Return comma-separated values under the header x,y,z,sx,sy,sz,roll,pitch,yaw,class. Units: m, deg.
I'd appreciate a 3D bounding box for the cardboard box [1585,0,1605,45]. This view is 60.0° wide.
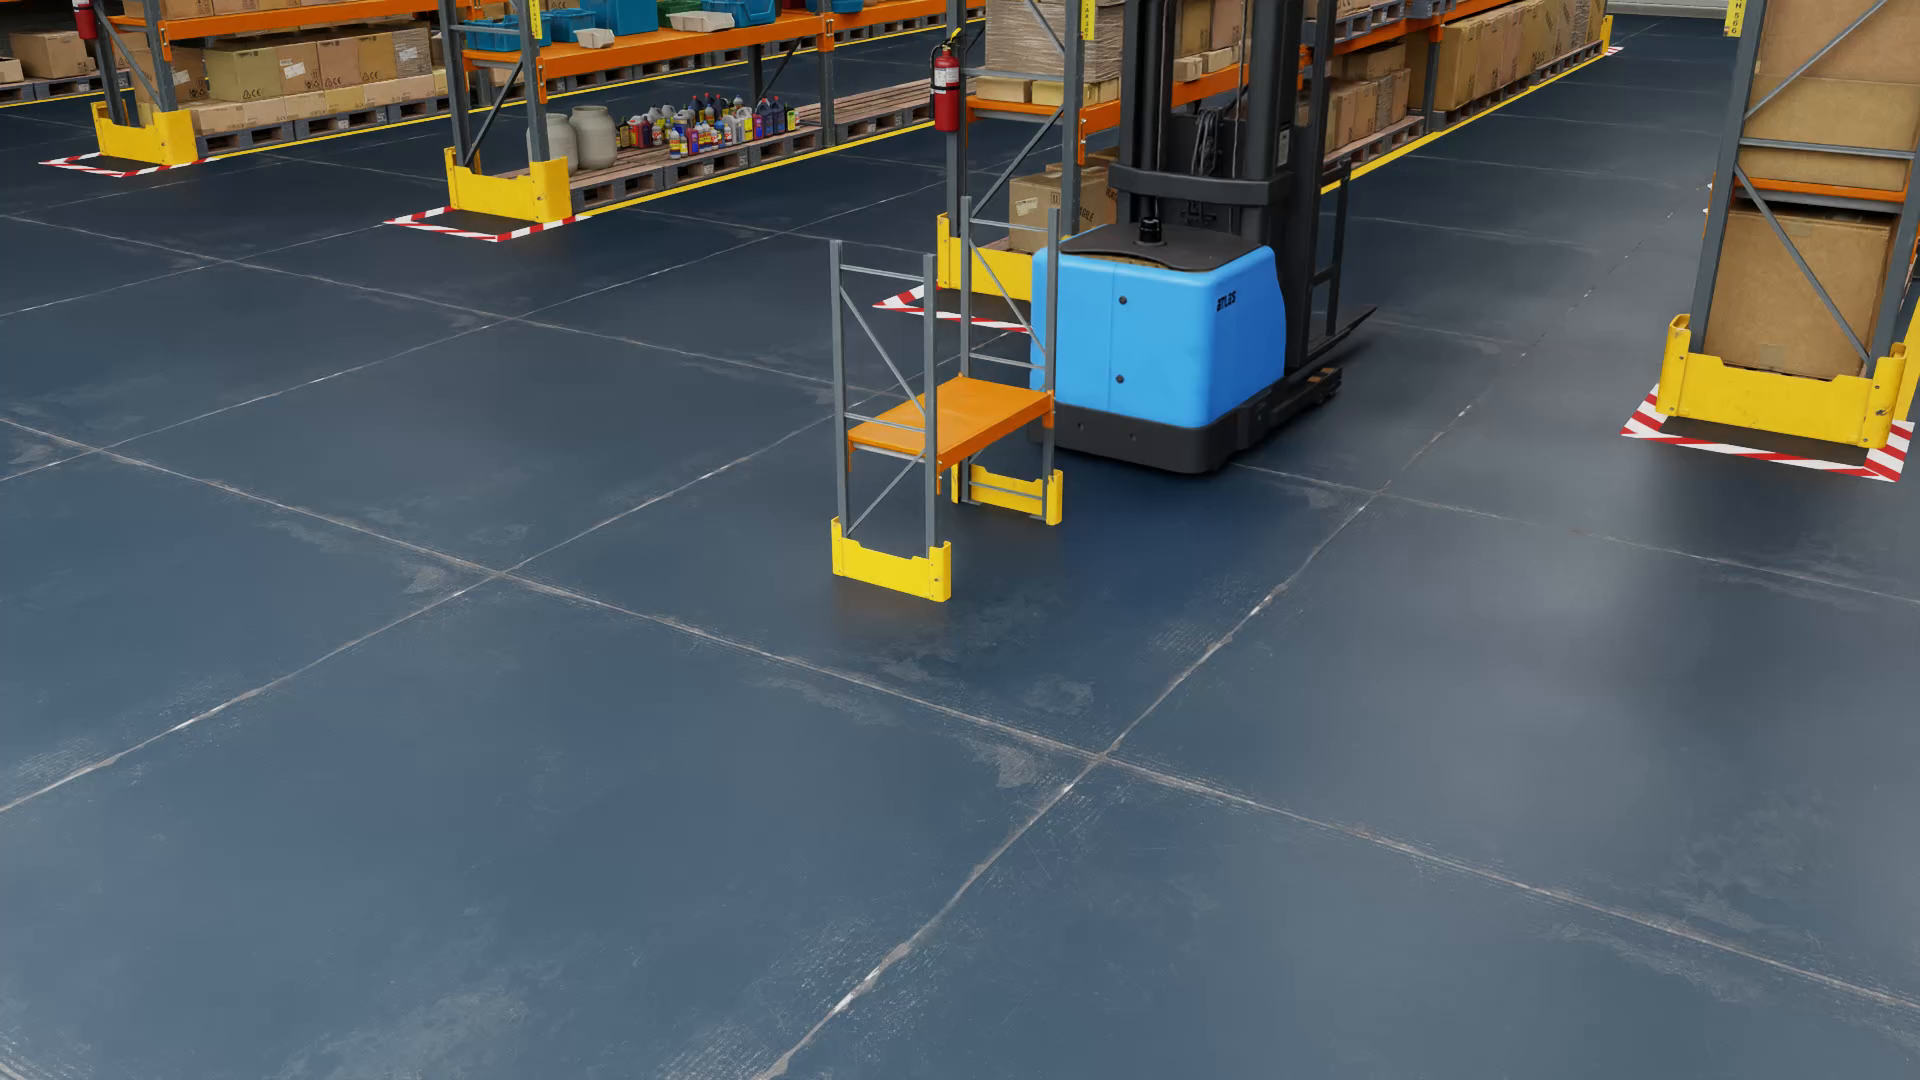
x,y,z,sx,sy,sz,roll,pitch,yaw,class
8.532,-7.500,23.444,0.875,0.875,0.875,14,27,29,cardboard box

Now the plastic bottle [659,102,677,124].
x,y,z,sx,sy,sz,roll,pitch,yaw,class
-2.838,-4.096,16.217,0.144,0.351,0.185,14,27,29,plastic bottle

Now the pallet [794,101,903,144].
x,y,z,sx,sy,sz,roll,pitch,yaw,class
-1.354,-4.496,17.870,1.003,0.211,1.213,14,27,29,pallet

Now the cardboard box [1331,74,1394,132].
x,y,z,sx,sy,sz,roll,pitch,yaw,class
3.964,-4.449,16.844,0.700,0.500,0.500,11,26,25,cardboard box

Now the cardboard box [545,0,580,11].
x,y,z,sx,sy,sz,roll,pitch,yaw,class
-6.631,-8.938,26.797,0.750,0.750,0.750,15,27,31,cardboard box

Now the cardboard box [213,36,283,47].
x,y,z,sx,sy,sz,roll,pitch,yaw,class
-7.507,-5.051,17.630,0.500,0.500,0.500,14,27,29,cardboard box

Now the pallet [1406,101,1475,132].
x,y,z,sx,sy,sz,roll,pitch,yaw,class
5.062,-4.785,18.538,1.003,0.211,1.213,14,27,29,pallet

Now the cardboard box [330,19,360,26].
x,y,z,sx,sy,sz,roll,pitch,yaw,class
-8.986,-7.406,23.676,0.700,0.500,0.500,14,27,29,cardboard box

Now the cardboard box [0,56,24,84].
x,y,z,sx,sy,sz,roll,pitch,yaw,class
-11.520,-5.604,19.749,0.500,0.311,0.500,16,28,33,cardboard box

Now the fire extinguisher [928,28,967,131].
x,y,z,sx,sy,sz,roll,pitch,yaw,class
-0.090,-3.137,11.318,0.296,0.674,0.183,14,27,29,fire extinguisher

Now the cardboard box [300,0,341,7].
x,y,z,sx,sy,sz,roll,pitch,yaw,class
-6.980,-5.916,17.513,0.700,0.500,0.500,15,27,31,cardboard box

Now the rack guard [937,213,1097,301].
x,y,z,sx,sy,sz,roll,pitch,yaw,class
0.402,-1.993,11.725,1.175,0.500,0.348,14,27,29,rack guard

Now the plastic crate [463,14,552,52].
x,y,z,sx,sy,sz,roll,pitch,yaw,class
-3.836,-4.316,14.131,0.499,0.251,0.616,14,27,29,plastic crate

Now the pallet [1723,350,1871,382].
x,y,z,sx,sy,sz,roll,pitch,yaw,class
4.878,-1.048,9.904,1.003,0.211,1.213,14,27,29,pallet

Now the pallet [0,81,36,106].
x,y,z,sx,sy,sz,roll,pitch,yaw,class
-11.764,-5.241,19.592,1.003,0.211,1.213,14,27,29,pallet

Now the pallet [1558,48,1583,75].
x,y,z,sx,sy,sz,roll,pitch,yaw,class
7.802,-6.539,22.588,1.003,0.211,1.213,14,27,29,pallet

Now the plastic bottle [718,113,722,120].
x,y,z,sx,sy,sz,roll,pitch,yaw,class
-2.282,-3.974,16.021,0.061,0.283,0.133,14,27,29,plastic bottle

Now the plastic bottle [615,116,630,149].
x,y,z,sx,sy,sz,roll,pitch,yaw,class
-3.203,-3.863,15.763,0.061,0.283,0.133,15,27,30,plastic bottle

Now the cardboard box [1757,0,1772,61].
x,y,z,sx,sy,sz,roll,pitch,yaw,class
4.963,-2.928,9.189,0.875,0.550,0.550,14,27,29,cardboard box

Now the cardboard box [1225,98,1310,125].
x,y,z,sx,sy,sz,roll,pitch,yaw,class
2.814,-3.722,15.165,0.700,0.500,0.500,12,26,25,cardboard box

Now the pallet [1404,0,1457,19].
x,y,z,sx,sy,sz,roll,pitch,yaw,class
4.297,-5.464,16.837,1.213,0.211,1.003,14,27,29,pallet

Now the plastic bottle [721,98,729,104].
x,y,z,sx,sy,sz,roll,pitch,yaw,class
-2.423,-4.324,16.837,0.152,0.276,0.135,15,28,31,plastic bottle

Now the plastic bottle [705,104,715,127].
x,y,z,sx,sy,sz,roll,pitch,yaw,class
-2.488,-4.193,16.540,0.097,0.271,0.097,0,23,0,plastic bottle

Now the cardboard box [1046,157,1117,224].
x,y,z,sx,sy,sz,roll,pitch,yaw,class
0.992,-2.576,12.543,0.500,0.500,0.500,-20,31,-39,cardboard box

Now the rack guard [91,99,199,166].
x,y,z,sx,sy,sz,roll,pitch,yaw,class
-8.064,-4.037,16.445,1.175,0.500,0.348,14,27,29,rack guard

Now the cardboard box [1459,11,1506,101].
x,y,z,sx,sy,sz,roll,pitch,yaw,class
5.441,-5.560,18.964,1.225,0.875,0.875,14,27,29,cardboard box

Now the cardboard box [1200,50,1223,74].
x,y,z,sx,sy,sz,roll,pitch,yaw,class
1.805,-3.712,12.865,0.380,0.149,0.250,14,27,29,cardboard box

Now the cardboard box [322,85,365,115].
x,y,z,sx,sy,sz,roll,pitch,yaw,class
-6.787,-4.763,17.909,0.500,0.250,0.500,14,27,29,cardboard box

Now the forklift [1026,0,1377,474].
x,y,z,sx,sy,sz,roll,pitch,yaw,class
1.572,-2.212,9.170,1.130,2.935,3.031,14,27,30,forklift

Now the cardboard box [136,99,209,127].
x,y,z,sx,sy,sz,roll,pitch,yaw,class
-8.020,-4.366,16.991,0.500,0.250,0.500,14,27,29,cardboard box

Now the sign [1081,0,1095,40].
x,y,z,sx,sy,sz,roll,pitch,yaw,class
0.823,-3.398,10.734,0.100,0.325,0.005,14,27,29,sign

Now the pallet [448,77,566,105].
x,y,z,sx,sy,sz,roll,pitch,yaw,class
-5.586,-5.519,20.233,1.003,0.211,1.213,14,27,29,pallet

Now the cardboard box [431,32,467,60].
x,y,z,sx,sy,sz,roll,pitch,yaw,class
-5.972,-5.927,19.892,0.500,0.311,0.500,14,27,29,cardboard box

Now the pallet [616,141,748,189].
x,y,z,sx,sy,sz,roll,pitch,yaw,class
-2.768,-3.592,15.781,1.003,0.211,1.213,14,27,29,pallet

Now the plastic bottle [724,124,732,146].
x,y,z,sx,sy,sz,roll,pitch,yaw,class
-2.230,-3.869,15.880,0.097,0.201,0.097,0,23,0,plastic bottle

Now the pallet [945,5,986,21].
x,y,z,sx,sy,sz,roll,pitch,yaw,class
-0.072,-9.017,28.314,1.003,0.211,1.213,14,27,29,pallet

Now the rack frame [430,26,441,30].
x,y,z,sx,sy,sz,roll,pitch,yaw,class
-8.042,-8.929,24.599,1.000,3.000,0.127,14,27,29,rack frame

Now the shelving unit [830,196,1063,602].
x,y,z,sx,sy,sz,roll,pitch,yaw,class
-0.040,-0.663,7.393,0.587,1.500,1.083,14,27,29,shelving unit

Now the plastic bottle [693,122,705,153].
x,y,z,sx,sy,sz,roll,pitch,yaw,class
-2.444,-3.765,15.551,0.097,0.271,0.097,0,23,0,plastic bottle

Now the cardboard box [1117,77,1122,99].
x,y,z,sx,sy,sz,roll,pitch,yaw,class
1.008,-3.207,11.699,0.380,0.149,0.250,14,27,29,cardboard box

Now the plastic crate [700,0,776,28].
x,y,z,sx,sy,sz,roll,pitch,yaw,class
-2.089,-5.004,15.720,0.499,0.251,0.616,14,27,29,plastic crate

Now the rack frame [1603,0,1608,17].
x,y,z,sx,sy,sz,roll,pitch,yaw,class
8.802,-8.515,23.643,1.000,3.000,0.127,14,27,29,rack frame

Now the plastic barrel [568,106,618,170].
x,y,z,sx,sy,sz,roll,pitch,yaw,class
-3.299,-3.611,14.918,0.421,0.512,0.421,0,23,0,plastic barrel

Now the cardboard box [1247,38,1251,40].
x,y,z,sx,sy,sz,roll,pitch,yaw,class
2.286,-4.061,13.671,0.380,0.149,0.250,14,27,29,cardboard box

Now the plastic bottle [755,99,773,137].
x,y,z,sx,sy,sz,roll,pitch,yaw,class
-1.932,-4.146,16.333,0.144,0.351,0.185,12,26,26,plastic bottle

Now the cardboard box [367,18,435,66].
x,y,z,sx,sy,sz,roll,pitch,yaw,class
-6.452,-5.726,19.190,0.500,0.500,0.500,14,27,29,cardboard box

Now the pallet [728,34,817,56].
x,y,z,sx,sy,sz,roll,pitch,yaw,class
-2.762,-7.266,24.269,1.003,0.211,1.213,14,27,29,pallet

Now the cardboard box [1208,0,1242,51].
x,y,z,sx,sy,sz,roll,pitch,yaw,class
1.710,-4.157,13.076,0.875,0.500,0.500,14,27,29,cardboard box

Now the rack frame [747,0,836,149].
x,y,z,sx,sy,sz,roll,pitch,yaw,class
-1.736,-5.503,16.685,1.000,3.000,0.127,14,27,29,rack frame

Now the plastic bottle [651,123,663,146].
x,y,z,sx,sy,sz,roll,pitch,yaw,class
-2.904,-3.888,15.925,0.097,0.201,0.097,0,23,0,plastic bottle

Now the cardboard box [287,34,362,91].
x,y,z,sx,sy,sz,roll,pitch,yaw,class
-6.786,-5.107,17.760,0.500,0.500,0.500,14,27,29,cardboard box

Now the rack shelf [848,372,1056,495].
x,y,z,sx,sy,sz,roll,pitch,yaw,class
-0.045,-0.494,7.457,0.538,0.185,1.000,14,27,29,rack shelf

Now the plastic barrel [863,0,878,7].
x,y,z,sx,sy,sz,roll,pitch,yaw,class
-1.045,-5.842,17.298,0.433,0.535,0.433,0,23,0,plastic barrel

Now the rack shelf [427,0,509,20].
x,y,z,sx,sy,sz,roll,pitch,yaw,class
-4.887,-6.887,20.788,1.077,0.370,4.000,14,27,29,rack shelf

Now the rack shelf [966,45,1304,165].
x,y,z,sx,sy,sz,roll,pitch,yaw,class
1.417,-3.459,12.871,1.077,0.370,4.000,14,27,29,rack shelf

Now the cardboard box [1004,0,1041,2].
x,y,z,sx,sy,sz,roll,pitch,yaw,class
0.442,-3.993,11.440,0.500,0.500,0.500,14,27,29,cardboard box

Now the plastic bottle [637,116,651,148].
x,y,z,sx,sy,sz,roll,pitch,yaw,class
-3.002,-3.877,15.795,0.061,0.283,0.133,14,27,29,plastic bottle
